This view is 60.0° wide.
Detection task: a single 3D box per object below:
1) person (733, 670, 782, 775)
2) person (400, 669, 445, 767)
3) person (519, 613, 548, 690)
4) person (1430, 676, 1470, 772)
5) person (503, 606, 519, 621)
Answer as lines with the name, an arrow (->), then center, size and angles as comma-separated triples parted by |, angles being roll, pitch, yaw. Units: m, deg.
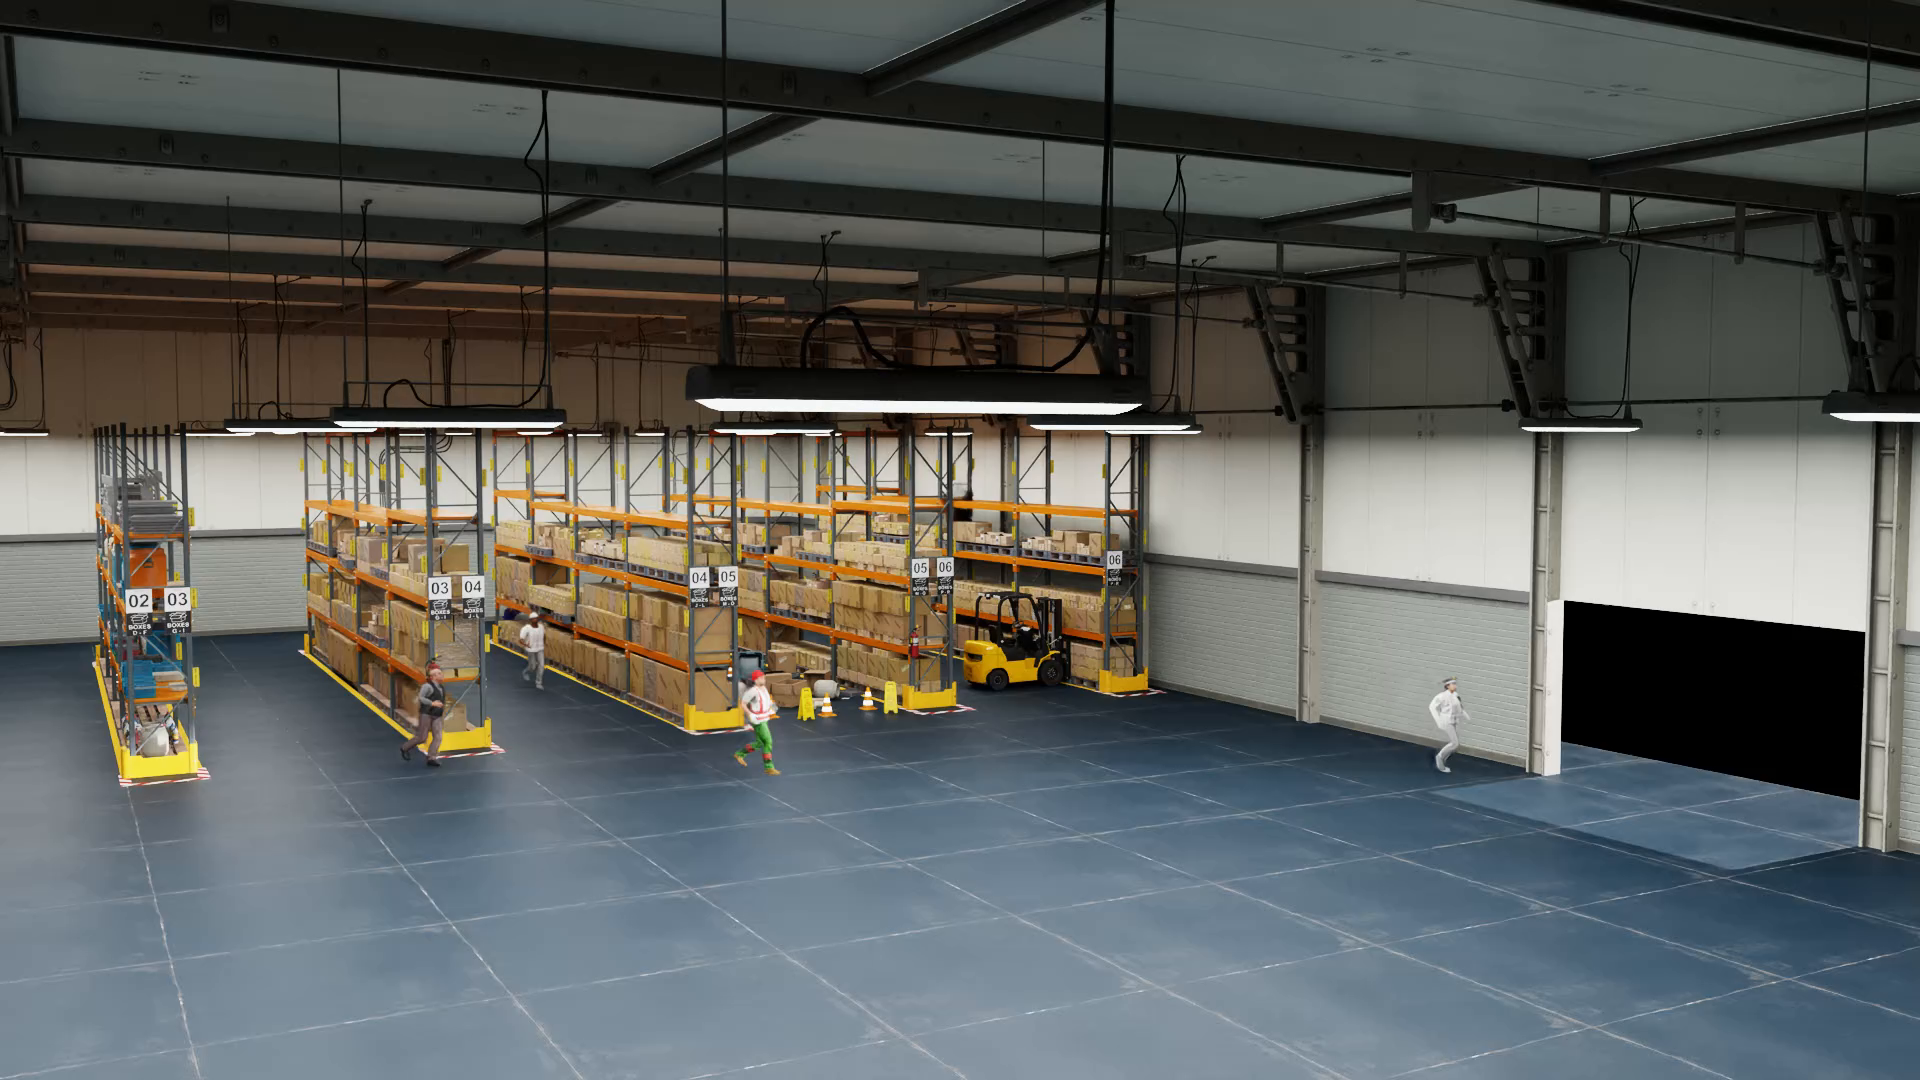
person -> -3.465, 3.111, 28.470 | 0.881, 1.788, 0.643 | 1, 4, 16
person -> -9.355, 3.115, 29.376 | 0.893, 1.677, 0.693 | 2, 4, 25
person -> -9.799, 2.544, 38.286 | 0.699, 1.758, 0.850 | -3, 4, -38
person -> 8.440, 3.157, 28.547 | 0.623, 1.661, 0.567 | -3, 4, -39
person -> -12.988, 2.035, 48.284 | 0.508, 1.598, 0.647 | -2, 4, -34
